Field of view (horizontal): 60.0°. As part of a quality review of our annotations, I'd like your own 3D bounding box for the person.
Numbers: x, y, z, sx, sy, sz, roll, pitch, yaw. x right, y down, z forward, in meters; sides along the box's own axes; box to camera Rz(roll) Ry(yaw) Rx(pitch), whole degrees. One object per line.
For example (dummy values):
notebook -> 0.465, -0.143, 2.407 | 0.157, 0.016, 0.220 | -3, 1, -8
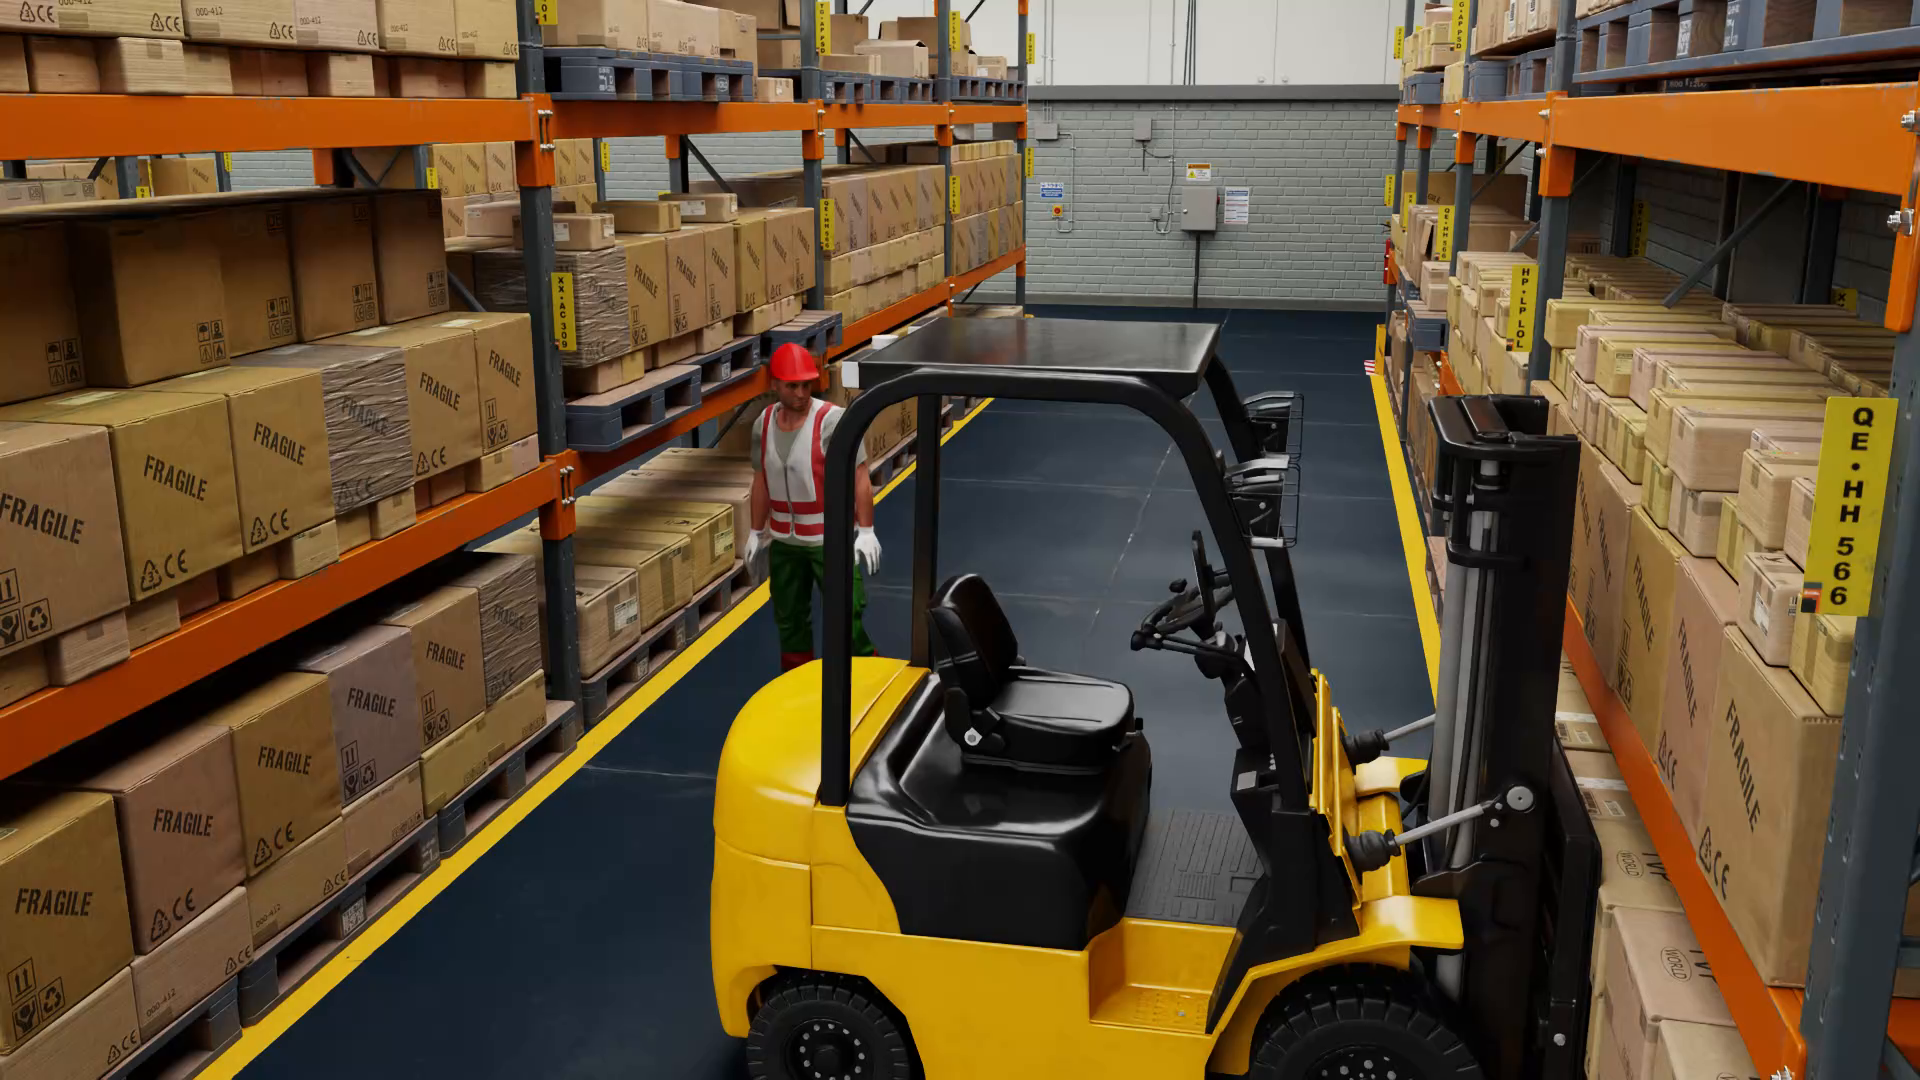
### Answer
person -> -0.643, 0.016, 7.337 | 0.737, 1.781, 0.390 | 9, 17, 30
